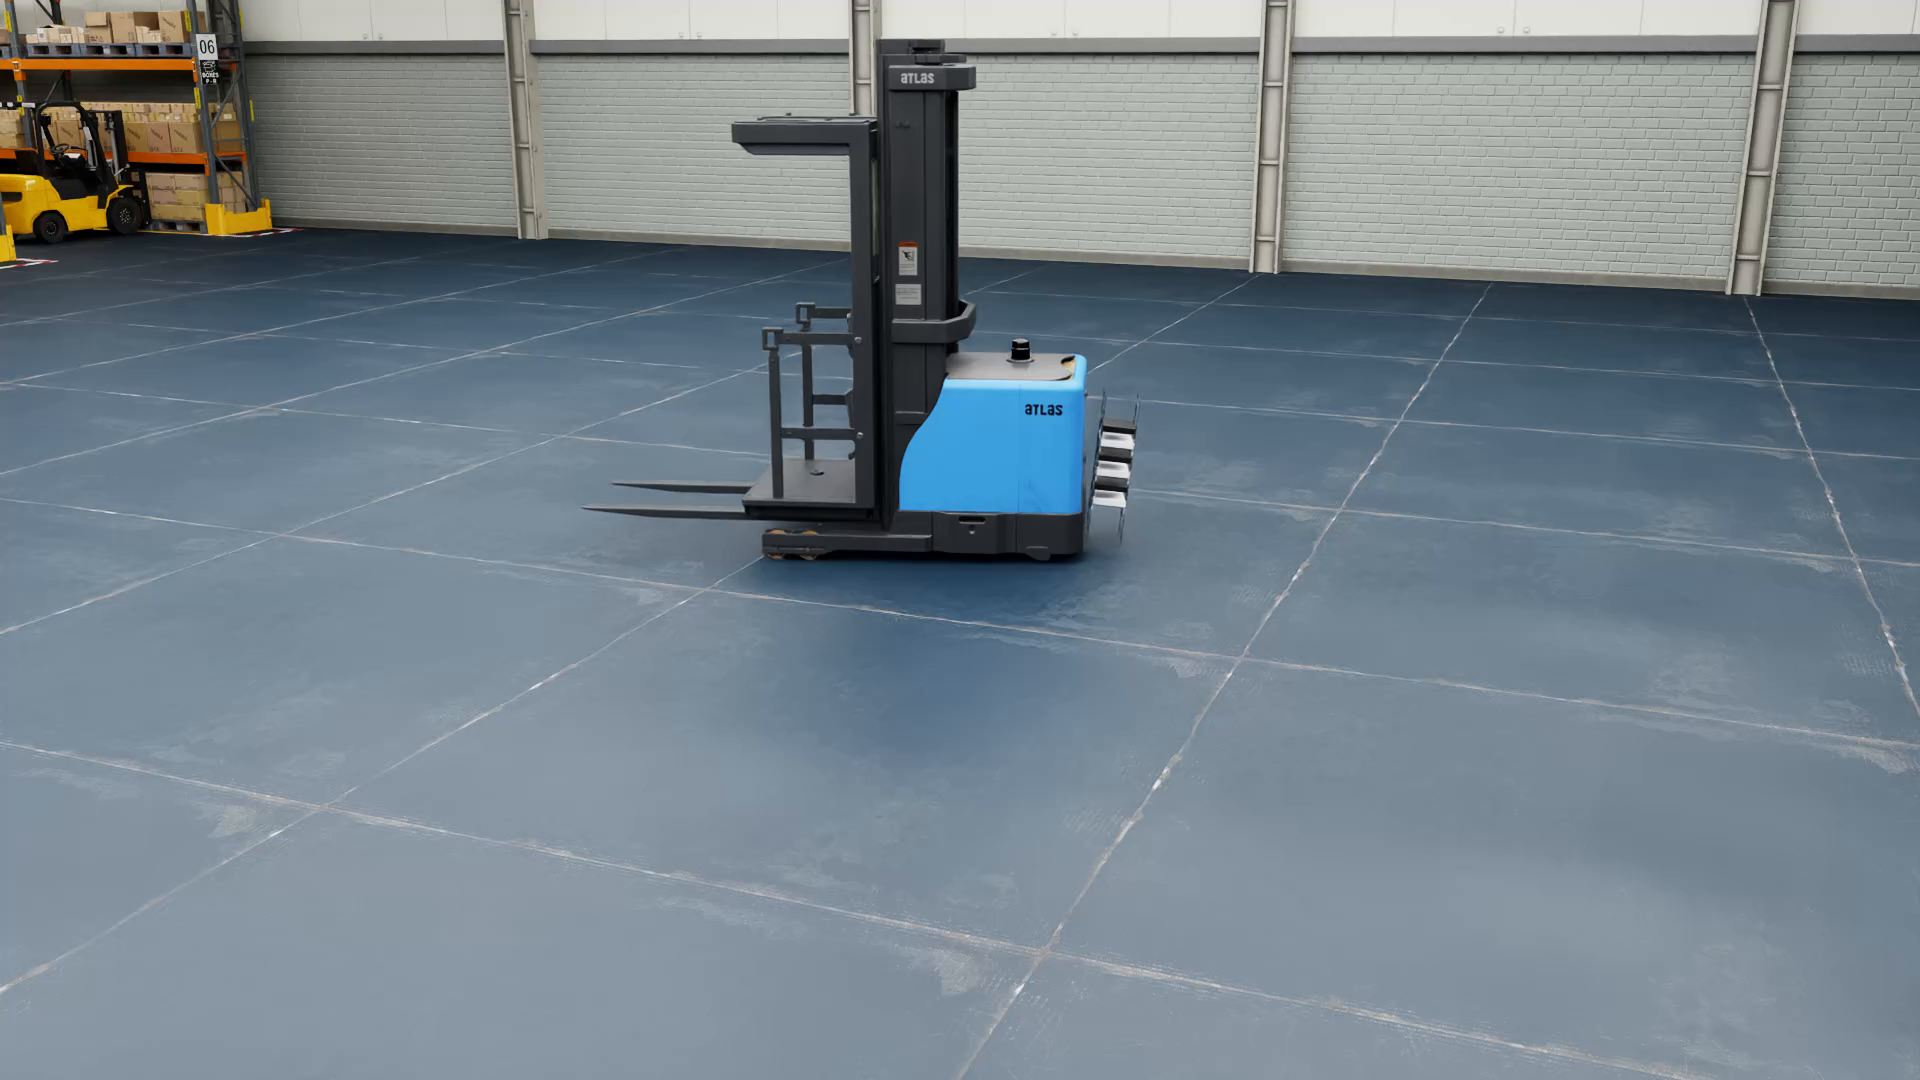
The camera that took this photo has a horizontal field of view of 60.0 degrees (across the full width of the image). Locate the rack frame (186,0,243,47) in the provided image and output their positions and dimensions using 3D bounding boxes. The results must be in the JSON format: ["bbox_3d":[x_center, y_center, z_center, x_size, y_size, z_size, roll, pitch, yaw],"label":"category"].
[{"bbox_3d":[-12.219,-9.556,26.951,0.127,3.000,1.000,6,17,21],"label":"rack frame"}]

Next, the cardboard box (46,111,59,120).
[{"bbox_3d":[-15.498,-7.317,28.655,0.250,0.149,0.380,7,17,22],"label":"cardboard box"}]

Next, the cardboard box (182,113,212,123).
[{"bbox_3d":[-12.644,-6.998,27.555,0.250,0.149,0.380,7,17,21],"label":"cardboard box"}]

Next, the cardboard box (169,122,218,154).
[{"bbox_3d":[-12.773,-6.706,27.712,0.500,0.500,0.500,6,17,19],"label":"cardboard box"}]

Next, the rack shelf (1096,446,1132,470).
[{"bbox_3d":[0.929,-0.499,10.044,0.200,0.077,0.258,6,16,1],"label":"rack shelf"}]

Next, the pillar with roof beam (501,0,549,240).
[{"bbox_3d":[-8.534,-8.131,22.041,0.400,9.000,9.100,6,17,21],"label":"pillar with roof beam"}]

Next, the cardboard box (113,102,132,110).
[{"bbox_3d":[-14.058,-7.315,28.115,0.250,0.149,0.380,7,17,21],"label":"cardboard box"}]

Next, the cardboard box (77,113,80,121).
[{"bbox_3d":[-14.800,-7.226,28.341,0.250,0.149,0.380,6,17,20],"label":"cardboard box"}]

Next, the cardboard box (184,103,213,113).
[{"bbox_3d":[-12.629,-7.160,27.579,0.250,0.149,0.380,6,17,21],"label":"cardboard box"}]

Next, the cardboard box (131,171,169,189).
[{"bbox_3d":[-13.712,-6.103,28.200,0.500,0.250,0.500,7,17,21],"label":"cardboard box"}]

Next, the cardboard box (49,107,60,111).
[{"bbox_3d":[-15.469,-7.479,28.678,0.250,0.149,0.380,7,17,21],"label":"cardboard box"}]

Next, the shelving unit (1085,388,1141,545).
[{"bbox_3d":[0.923,-0.445,10.060,0.210,0.900,0.258,6,16,1],"label":"shelving unit"}]

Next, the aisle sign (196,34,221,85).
[{"bbox_3d":[-12.265,-7.841,27.139,0.004,0.787,0.394,6,17,21],"label":"aisle sign"}]

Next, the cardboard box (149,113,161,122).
[{"bbox_3d":[-13.338,-7.087,27.862,0.250,0.149,0.380,6,17,20],"label":"cardboard box"}]

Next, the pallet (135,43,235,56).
[{"bbox_3d":[-12.867,-8.152,27.654,1.213,0.211,1.003,6,17,21],"label":"pallet"}]

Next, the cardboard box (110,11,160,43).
[{"bbox_3d":[-13.636,-8.526,27.671,0.500,0.500,0.700,6,17,21],"label":"cardboard box"}]

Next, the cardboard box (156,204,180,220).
[{"bbox_3d":[-13.231,-5.576,28.179,0.500,0.250,0.500,6,17,21],"label":"cardboard box"}]

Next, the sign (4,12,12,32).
[{"bbox_3d":[-16.130,-8.783,28.174,0.005,0.325,0.100,6,17,21],"label":"sign"}]

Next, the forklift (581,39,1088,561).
[{"bbox_3d":[-0.751,-1.439,9.872,3.031,2.935,1.130,2,16,5],"label":"forklift"}]

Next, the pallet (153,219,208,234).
[{"bbox_3d":[-12.945,-5.404,28.408,1.213,0.211,1.003,6,17,21],"label":"pallet"}]

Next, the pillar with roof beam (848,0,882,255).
[{"bbox_3d":[-2.952,-7.517,19.927,0.400,9.000,9.100,6,17,21],"label":"pillar with roof beam"}]

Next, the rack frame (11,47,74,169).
[{"bbox_3d":[-15.940,-7.085,29.197,0.127,3.000,1.000,6,17,21],"label":"rack frame"}]

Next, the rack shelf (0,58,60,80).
[{"bbox_3d":[-17.800,-8.384,29.584,4.000,0.370,1.077,6,17,21],"label":"rack shelf"}]

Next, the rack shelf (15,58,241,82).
[{"bbox_3d":[-14.079,-7.975,28.174,4.000,0.370,1.077,6,17,21],"label":"rack shelf"}]

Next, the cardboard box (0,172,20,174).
[{"bbox_3d":[-17.148,-6.278,29.923,0.625,0.625,0.875,6,17,20],"label":"cardboard box"}]

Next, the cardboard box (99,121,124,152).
[{"bbox_3d":[-14.200,-6.862,28.251,0.500,0.500,0.500,6,17,21],"label":"cardboard box"}]

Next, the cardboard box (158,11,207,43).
[{"bbox_3d":[-12.720,-8.396,27.221,0.500,0.500,0.500,7,18,22],"label":"cardboard box"}]

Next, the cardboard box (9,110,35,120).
[{"bbox_3d":[-16.339,-7.421,29.014,0.250,0.149,0.380,7,18,23],"label":"cardboard box"}]

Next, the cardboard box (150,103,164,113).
[{"bbox_3d":[-13.328,-7.241,27.861,0.250,0.149,0.380,6,17,21],"label":"cardboard box"}]

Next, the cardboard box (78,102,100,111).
[{"bbox_3d":[-14.782,-7.378,28.331,0.250,0.149,0.380,6,17,20],"label":"cardboard box"}]

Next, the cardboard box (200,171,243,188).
[{"bbox_3d":[-12.596,-6.135,28.311,0.500,0.250,0.500,6,17,20],"label":"cardboard box"}]

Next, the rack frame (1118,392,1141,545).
[{"bbox_3d":[1.024,-0.433,10.059,0.006,0.900,0.240,6,16,1],"label":"rack frame"}]

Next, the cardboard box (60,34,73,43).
[{"bbox_3d":[-14.919,-8.451,28.041,0.250,0.149,0.380,7,18,22],"label":"cardboard box"}]

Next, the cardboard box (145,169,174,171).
[{"bbox_3d":[-13.998,-6.293,28.857,0.500,0.250,0.500,6,17,20],"label":"cardboard box"}]

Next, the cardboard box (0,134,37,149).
[{"bbox_3d":[-16.504,-6.996,29.162,0.500,0.250,0.500,7,17,22],"label":"cardboard box"}]

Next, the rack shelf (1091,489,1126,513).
[{"bbox_3d":[0.901,-0.241,10.120,0.200,0.077,0.258,6,16,1],"label":"rack shelf"}]

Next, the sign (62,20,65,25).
[{"bbox_3d":[-15.737,-8.955,29.192,0.005,0.325,0.100,6,17,21],"label":"sign"}]

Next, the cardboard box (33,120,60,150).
[{"bbox_3d":[-15.623,-7.019,28.793,0.500,0.500,0.500,6,17,19],"label":"cardboard box"}]

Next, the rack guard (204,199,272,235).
[{"bbox_3d":[-12.196,-5.472,28.127,0.348,0.500,1.175,6,17,21],"label":"rack guard"}]

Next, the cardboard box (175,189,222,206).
[{"bbox_3d":[-12.786,-5.765,27.935,0.500,0.250,0.500,6,17,20],"label":"cardboard box"}]
